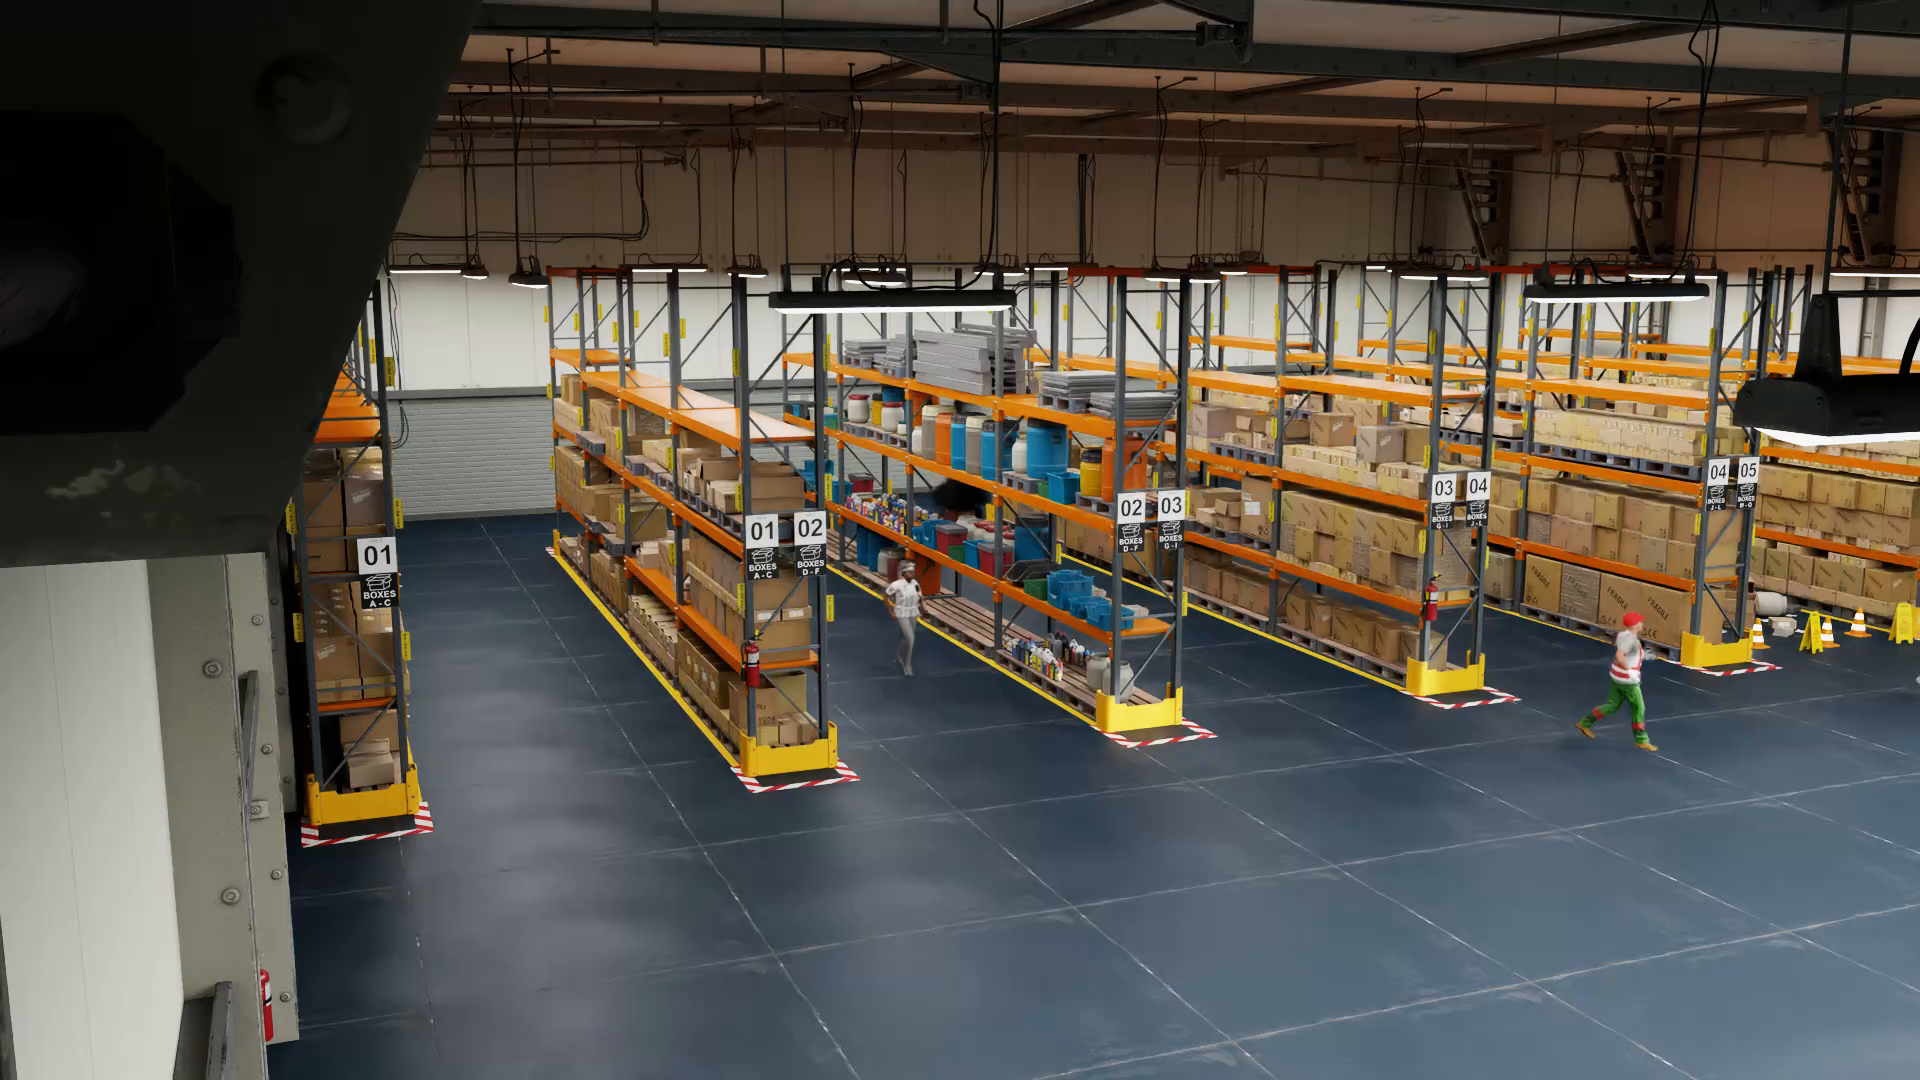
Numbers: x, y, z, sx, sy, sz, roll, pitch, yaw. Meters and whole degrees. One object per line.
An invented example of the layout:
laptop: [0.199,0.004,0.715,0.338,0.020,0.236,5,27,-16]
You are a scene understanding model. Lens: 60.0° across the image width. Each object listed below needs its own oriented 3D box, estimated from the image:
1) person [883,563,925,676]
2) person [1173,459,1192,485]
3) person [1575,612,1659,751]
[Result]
person: [-0.810,1.177,25.103,0.585,1.726,0.722,-8,13,-39]
person: [5.638,-1.686,41.562,0.756,1.698,0.620,-1,10,-7]
person: [8.421,1.792,21.155,1.016,1.792,0.675,1,10,5]
